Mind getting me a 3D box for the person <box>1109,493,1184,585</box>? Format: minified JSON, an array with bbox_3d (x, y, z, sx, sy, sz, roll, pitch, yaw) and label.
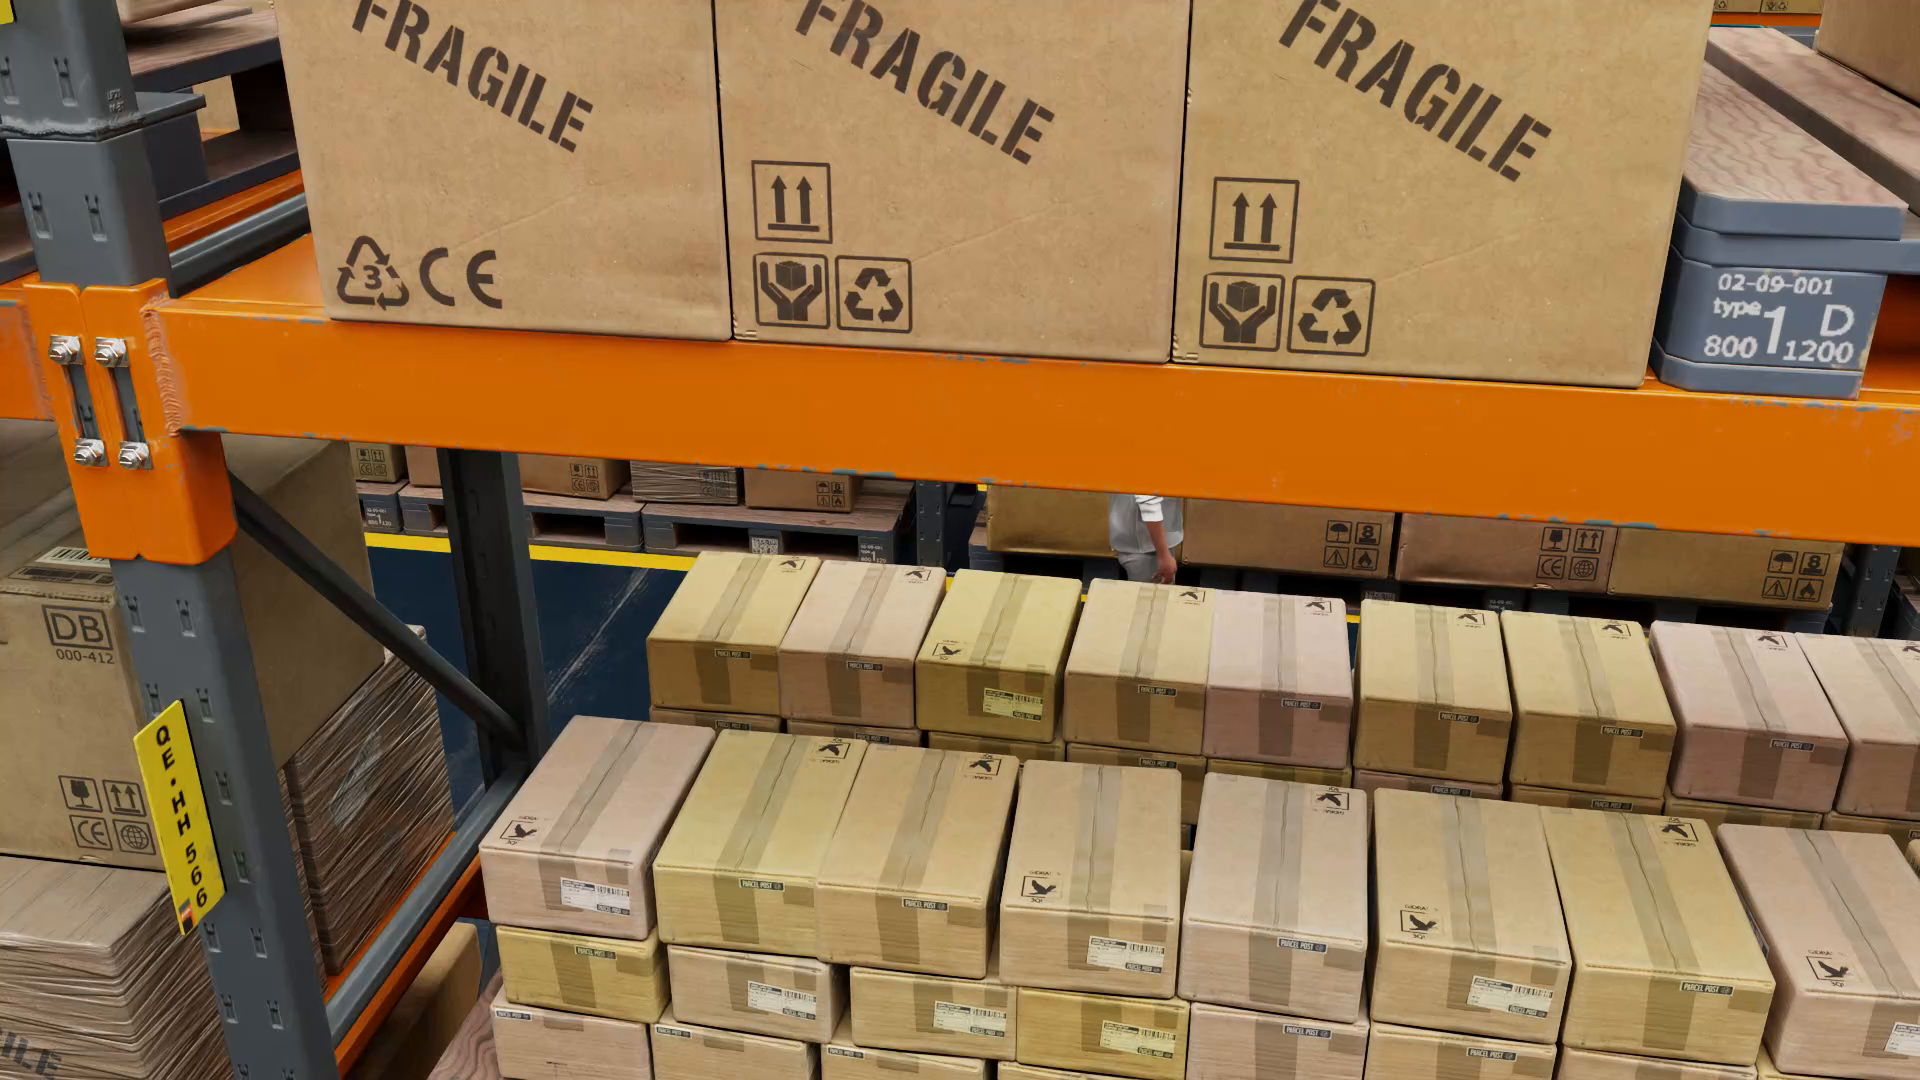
[{"bbox_3d":[0.715,-0.005,6.130,0.340,1.594,0.486,3,25,6],"label":"person"}]
